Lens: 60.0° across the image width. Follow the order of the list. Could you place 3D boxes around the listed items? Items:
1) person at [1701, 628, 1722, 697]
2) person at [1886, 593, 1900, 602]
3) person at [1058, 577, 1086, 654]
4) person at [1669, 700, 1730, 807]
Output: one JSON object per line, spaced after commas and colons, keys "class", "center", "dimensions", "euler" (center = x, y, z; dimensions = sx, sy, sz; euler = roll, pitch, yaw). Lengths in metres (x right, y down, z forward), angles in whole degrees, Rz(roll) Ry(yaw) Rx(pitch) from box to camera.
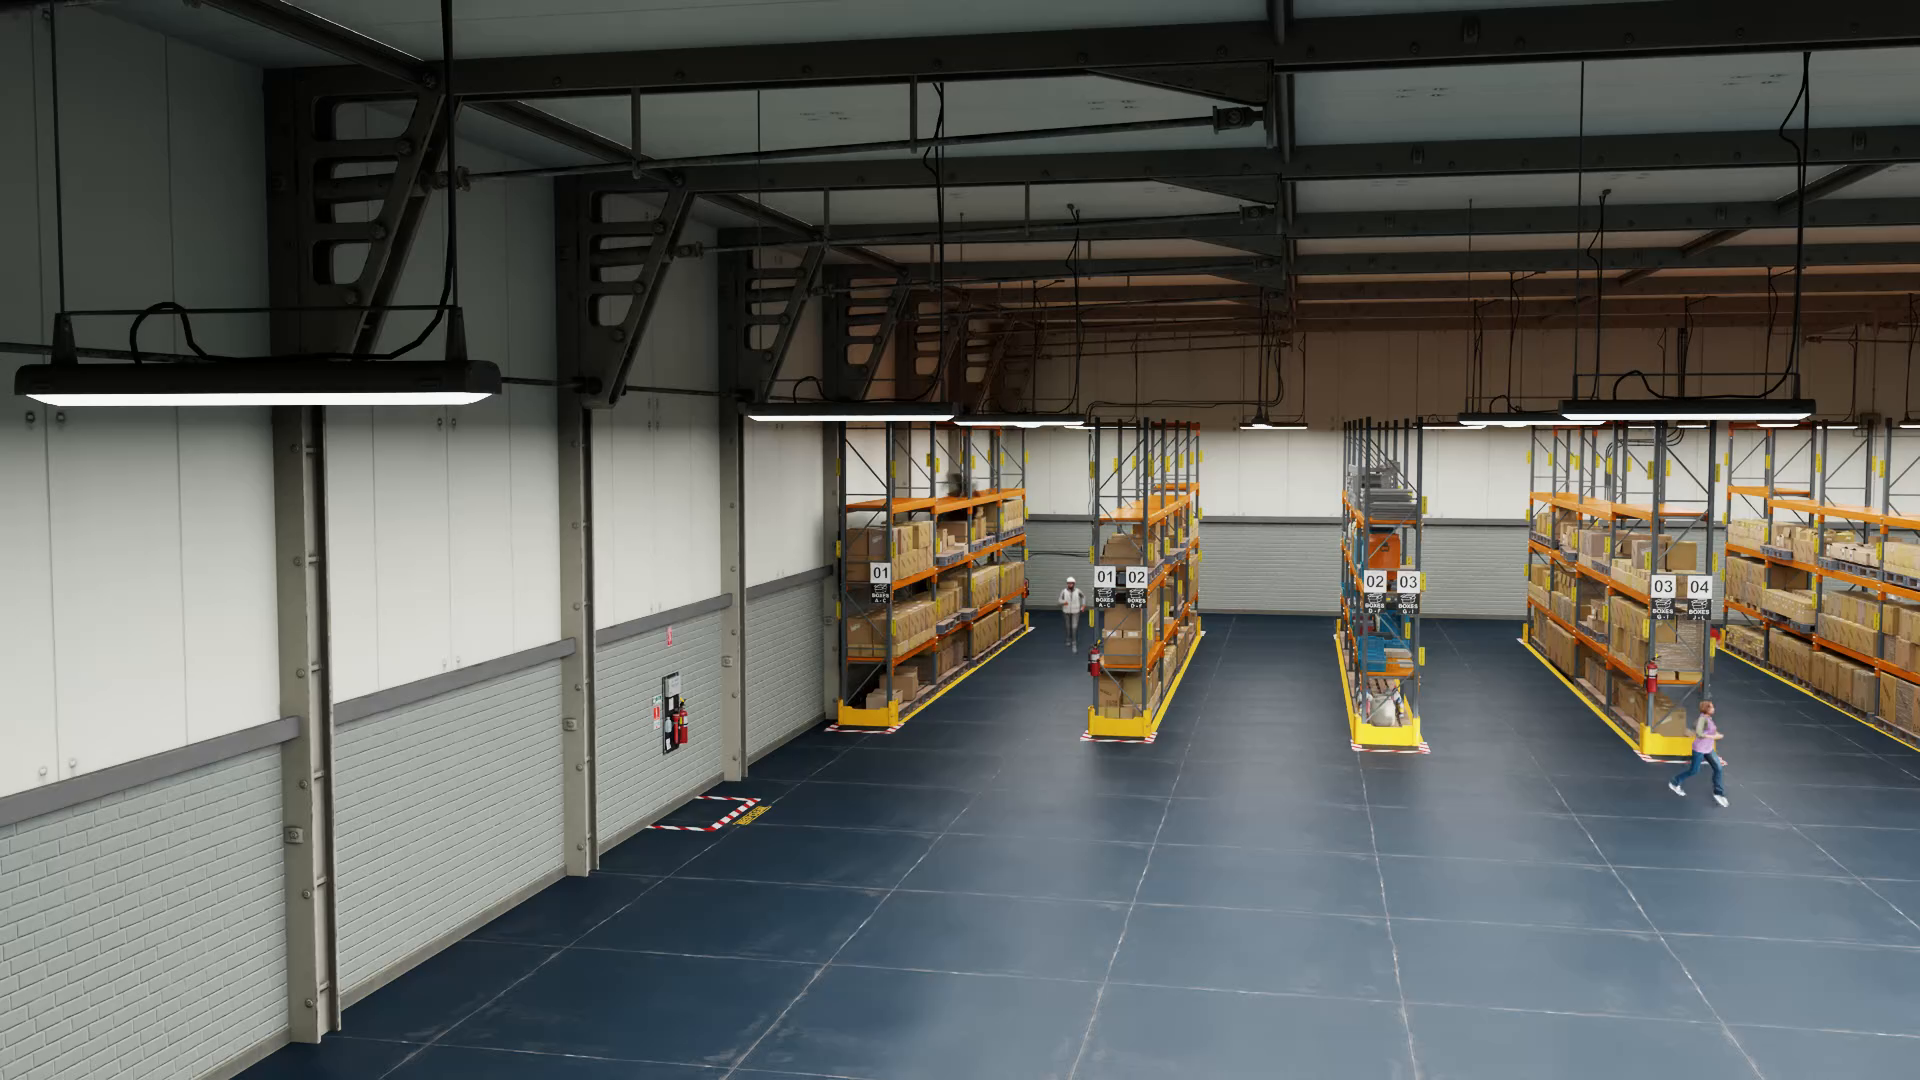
{"class": "person", "center": [16.178, 2.504, 36.128], "dimensions": [0.665, 1.708, 0.919], "euler": [0, 4, 6]}
{"class": "person", "center": [25.004, 1.987, 44.606], "dimensions": [0.898, 1.673, 0.600], "euler": [1, 4, 18]}
{"class": "person", "center": [2.792, 1.868, 41.660], "dimensions": [0.673, 1.891, 0.739], "euler": [1, 4, 9]}
{"class": "person", "center": [11.383, 3.272, 25.625], "dimensions": [0.509, 1.634, 0.902], "euler": [-3, 5, -42]}
